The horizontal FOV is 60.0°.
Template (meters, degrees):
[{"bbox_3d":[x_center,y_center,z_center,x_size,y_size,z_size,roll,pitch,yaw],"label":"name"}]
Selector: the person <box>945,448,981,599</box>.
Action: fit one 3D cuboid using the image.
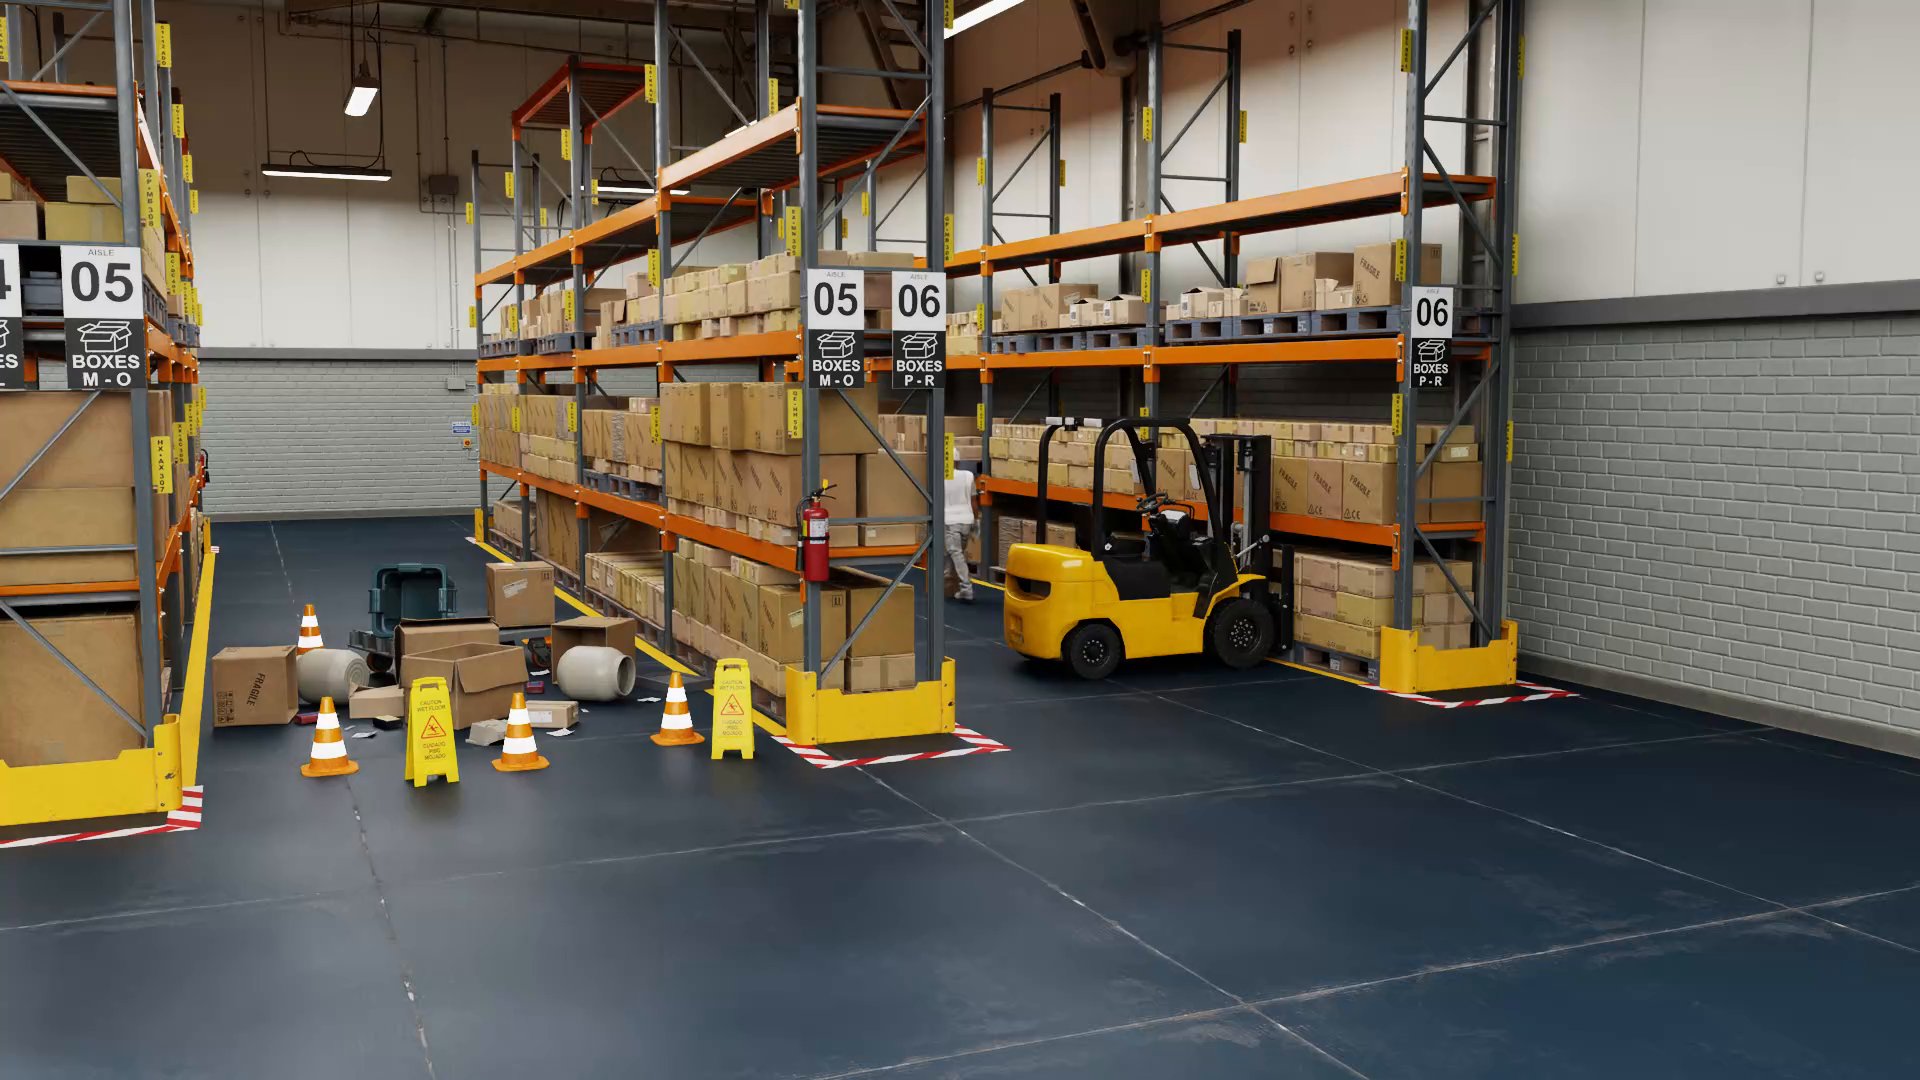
[{"bbox_3d":[-0.094,-0.199,18.903,0.565,1.706,1.129,-3,6,-27],"label":"person"}]
